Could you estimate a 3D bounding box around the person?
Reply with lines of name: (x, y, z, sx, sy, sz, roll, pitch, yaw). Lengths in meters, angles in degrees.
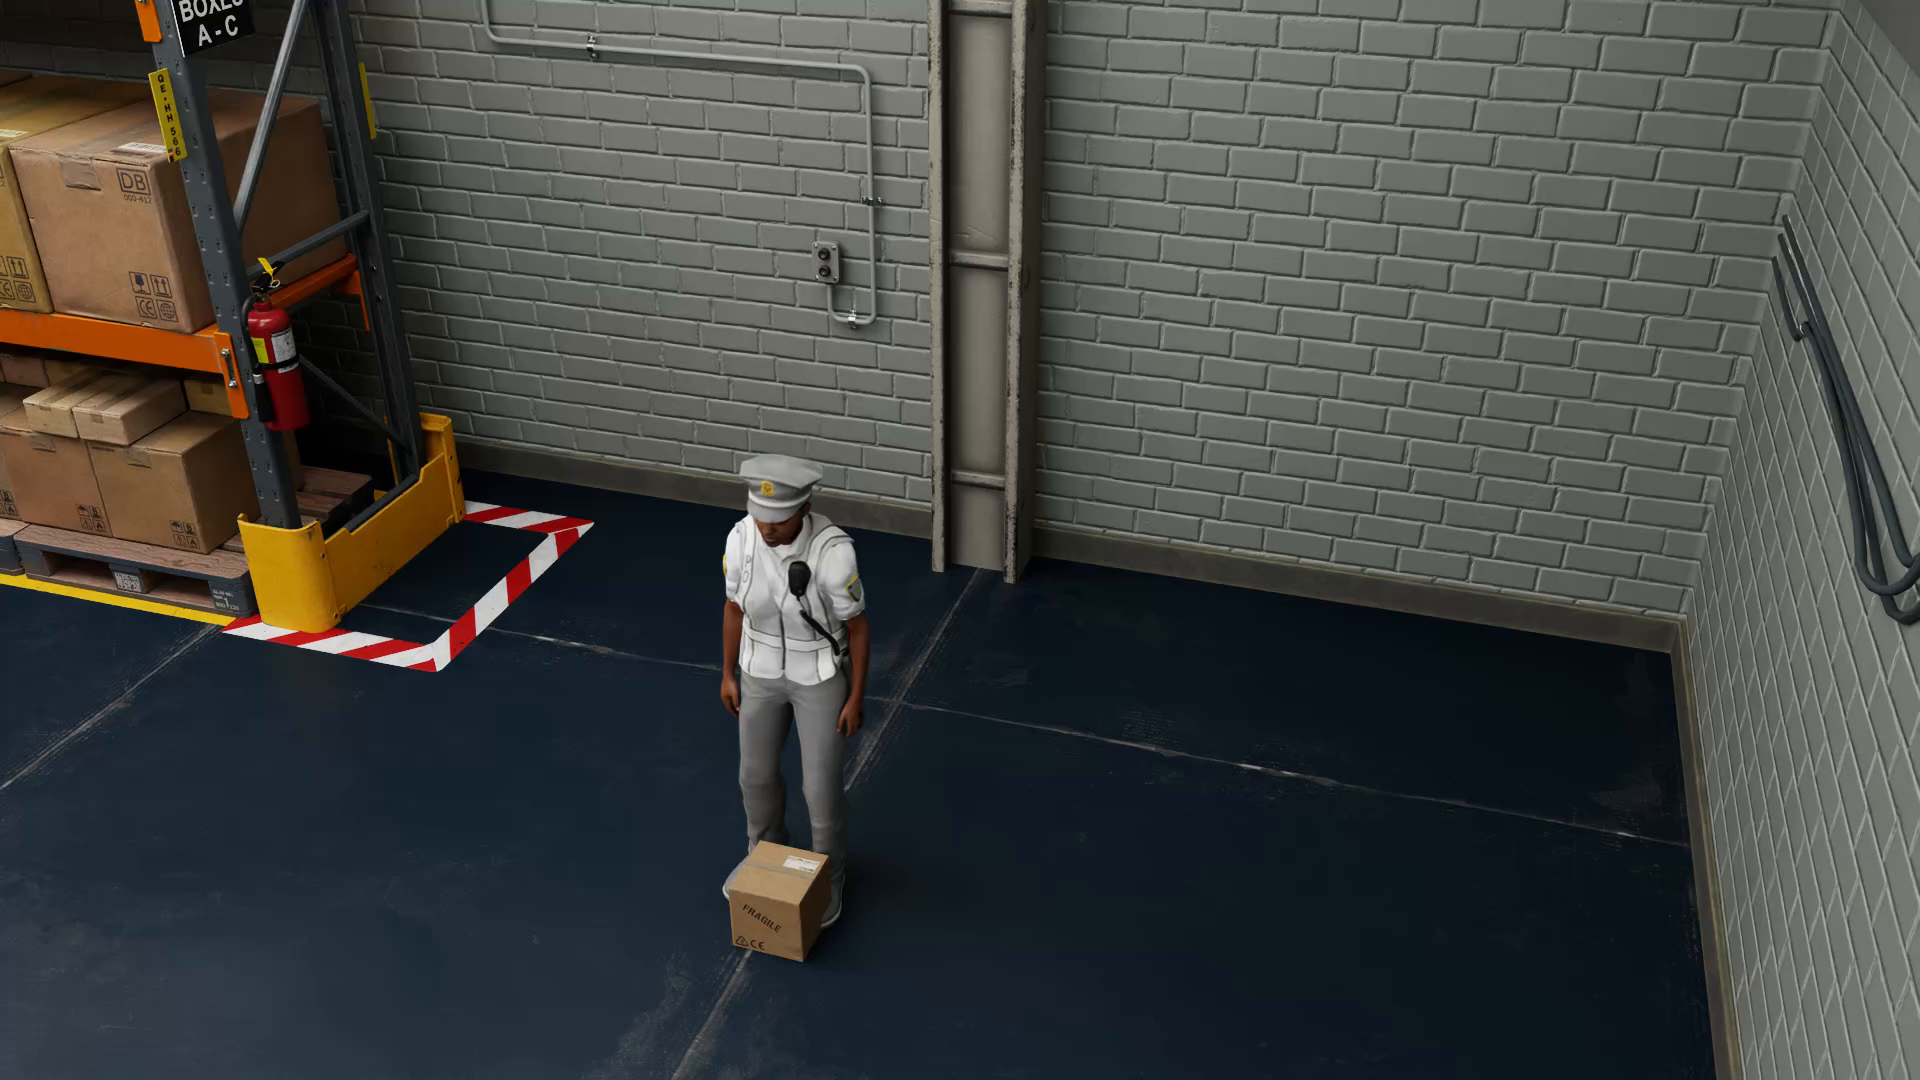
person: (-0.536, 0.464, 5.303, 0.508, 1.659, 0.415, 9, 31, 15)
